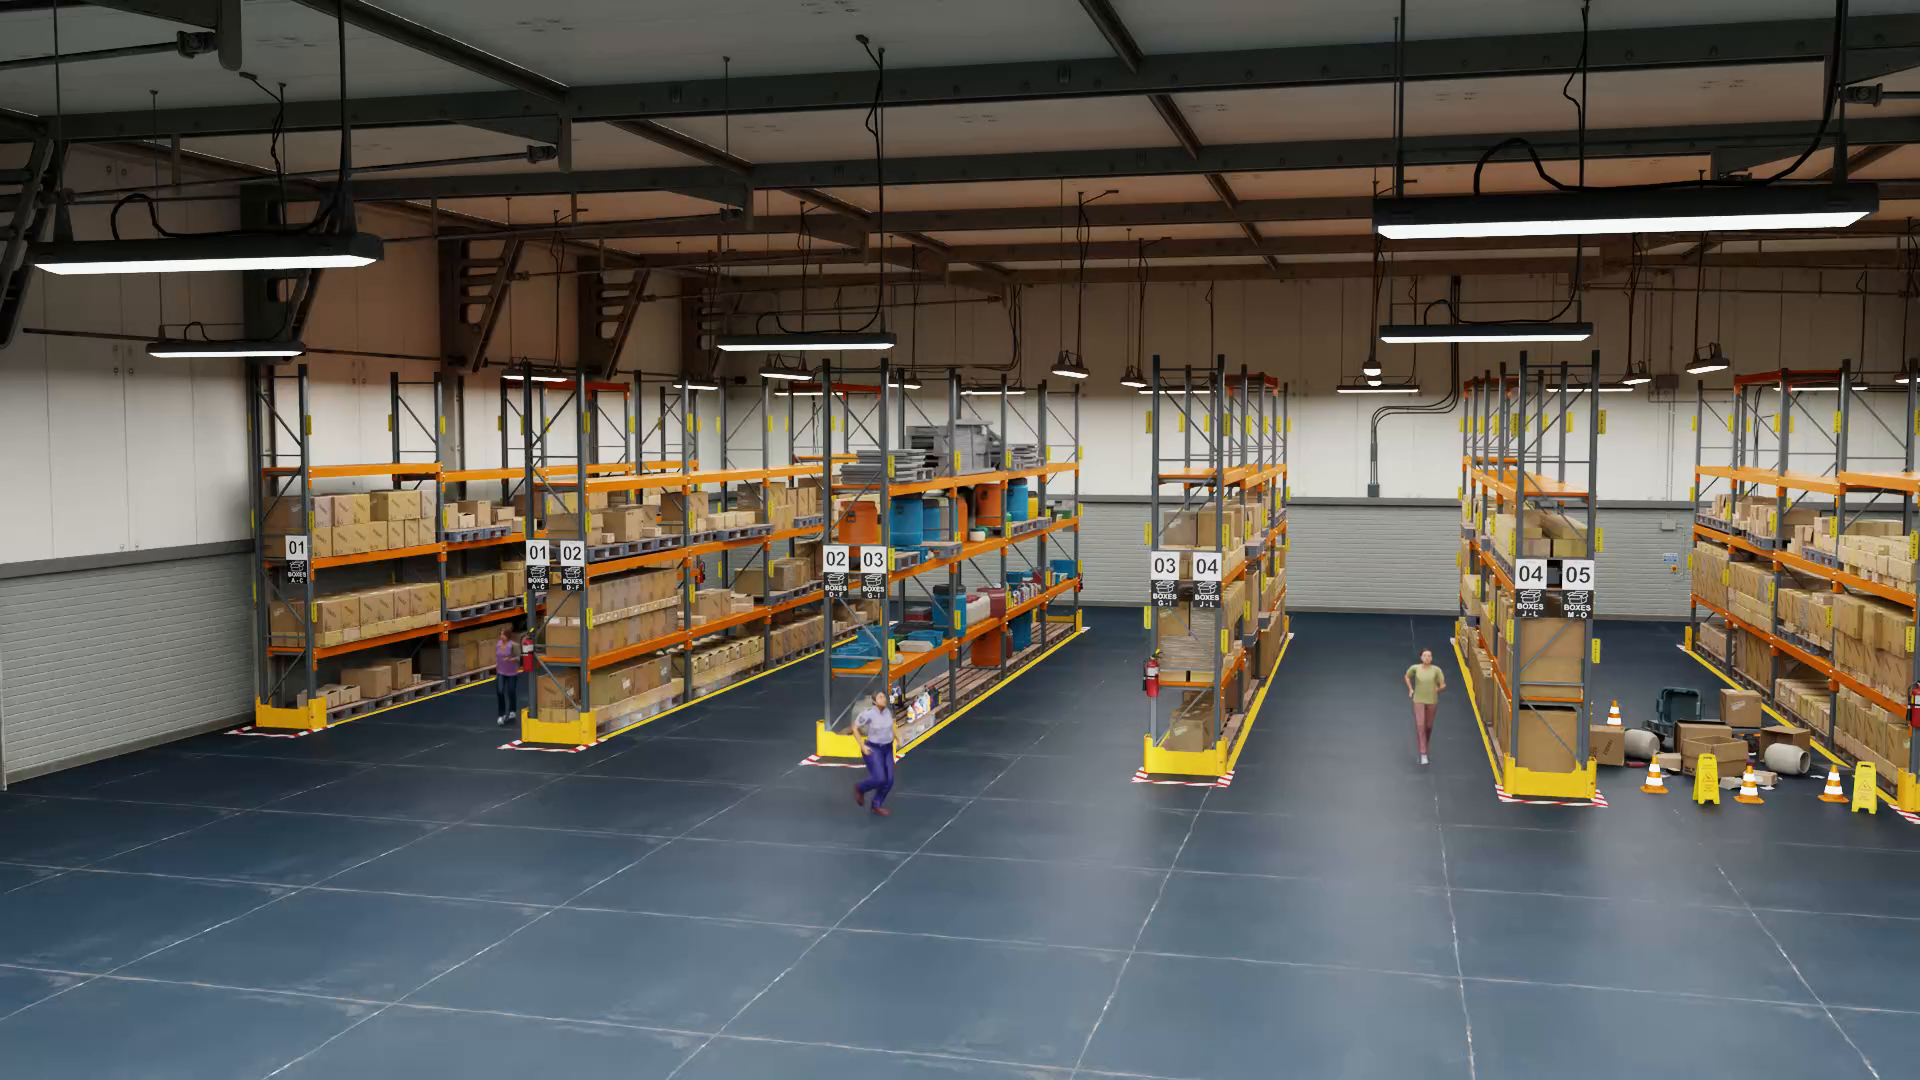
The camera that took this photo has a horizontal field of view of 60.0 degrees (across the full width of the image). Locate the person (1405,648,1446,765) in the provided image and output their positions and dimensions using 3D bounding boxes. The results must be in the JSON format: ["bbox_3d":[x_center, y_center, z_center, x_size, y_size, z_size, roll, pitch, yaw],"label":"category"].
[{"bbox_3d":[6.963,2.446,24.877,0.577,1.681,0.956,1,4,10],"label":"person"}]

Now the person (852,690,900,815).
[{"bbox_3d":[-1.047,2.734,21.377,0.634,1.612,0.559,-4,5,-44],"label":"person"}]

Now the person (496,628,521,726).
[{"bbox_3d":[-7.591,2.291,27.929,0.507,1.648,0.710,0,4,4],"label":"person"}]
